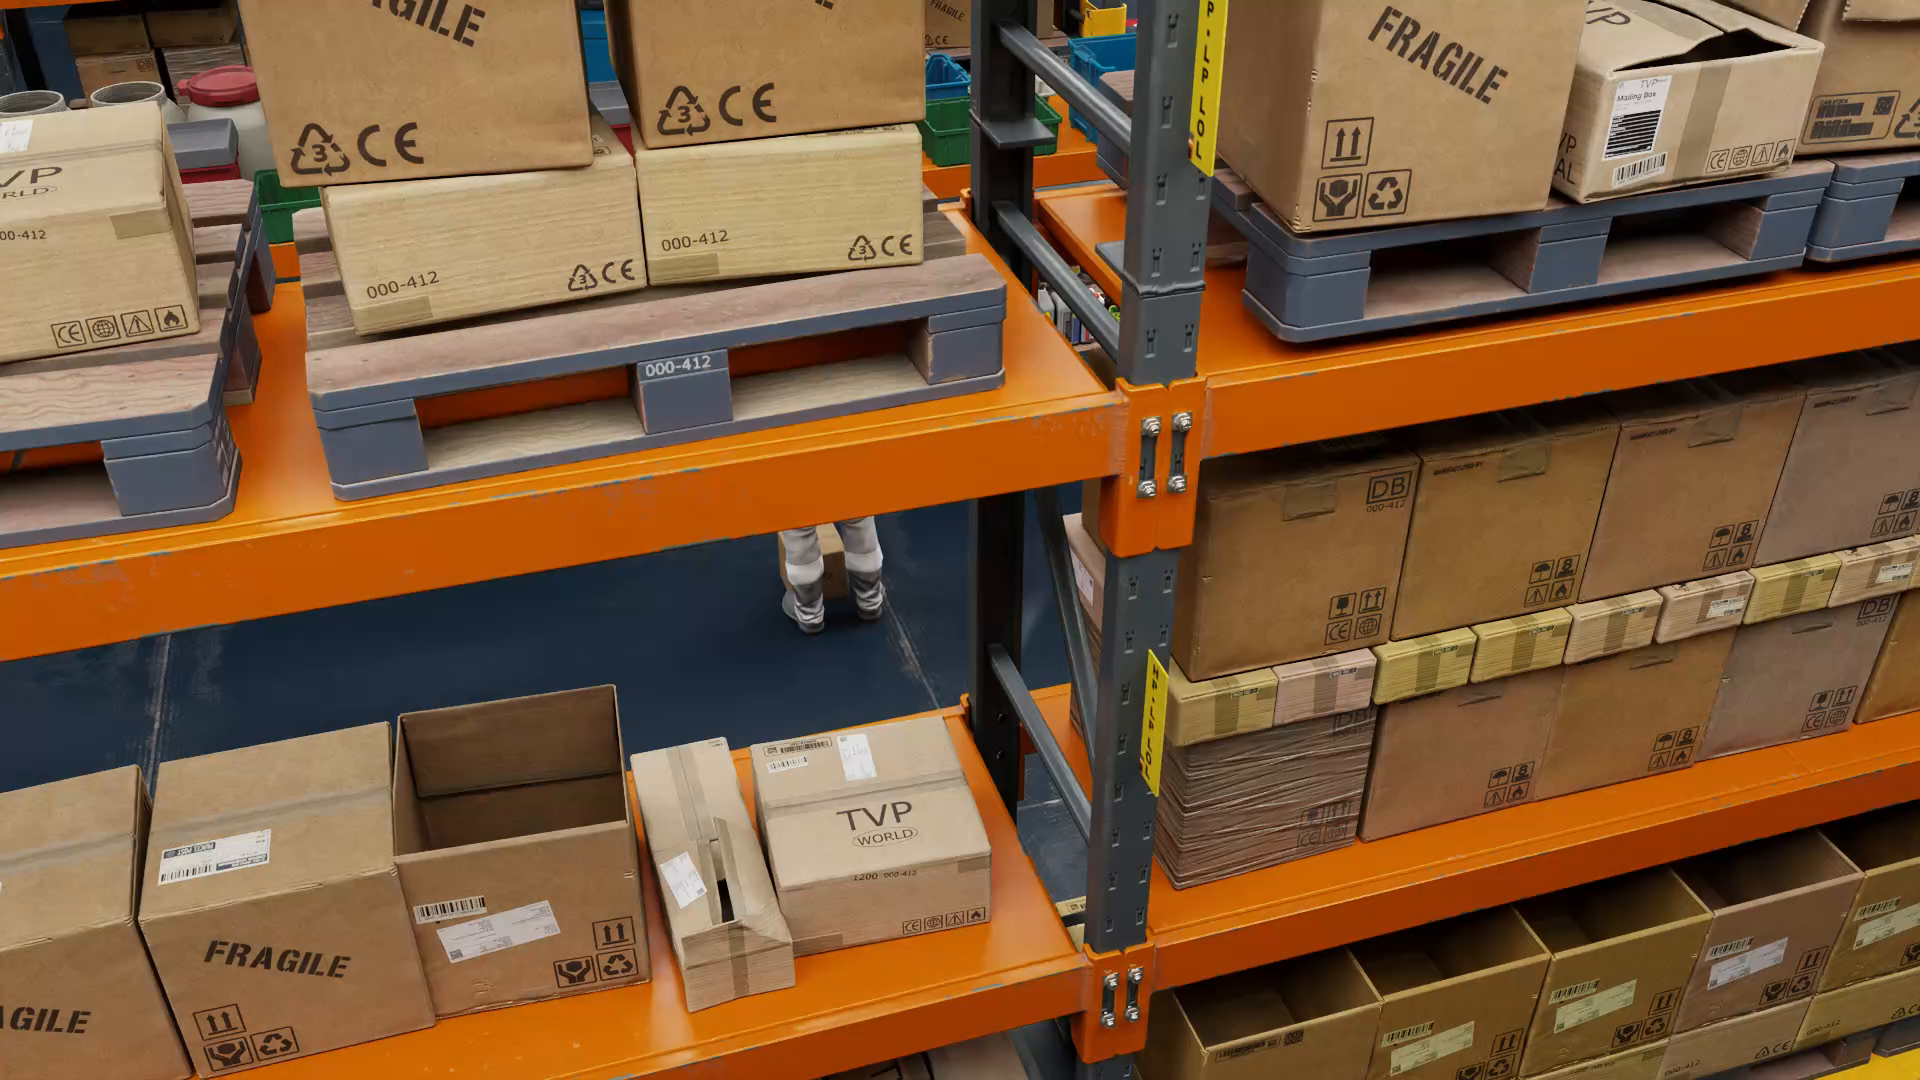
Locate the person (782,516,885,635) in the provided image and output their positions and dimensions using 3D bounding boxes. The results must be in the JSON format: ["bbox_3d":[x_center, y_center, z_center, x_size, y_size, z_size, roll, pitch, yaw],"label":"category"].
[{"bbox_3d":[-0.578,-0.412,6.749,0.582,1.778,0.451,-12,35,-17],"label":"person"}]
